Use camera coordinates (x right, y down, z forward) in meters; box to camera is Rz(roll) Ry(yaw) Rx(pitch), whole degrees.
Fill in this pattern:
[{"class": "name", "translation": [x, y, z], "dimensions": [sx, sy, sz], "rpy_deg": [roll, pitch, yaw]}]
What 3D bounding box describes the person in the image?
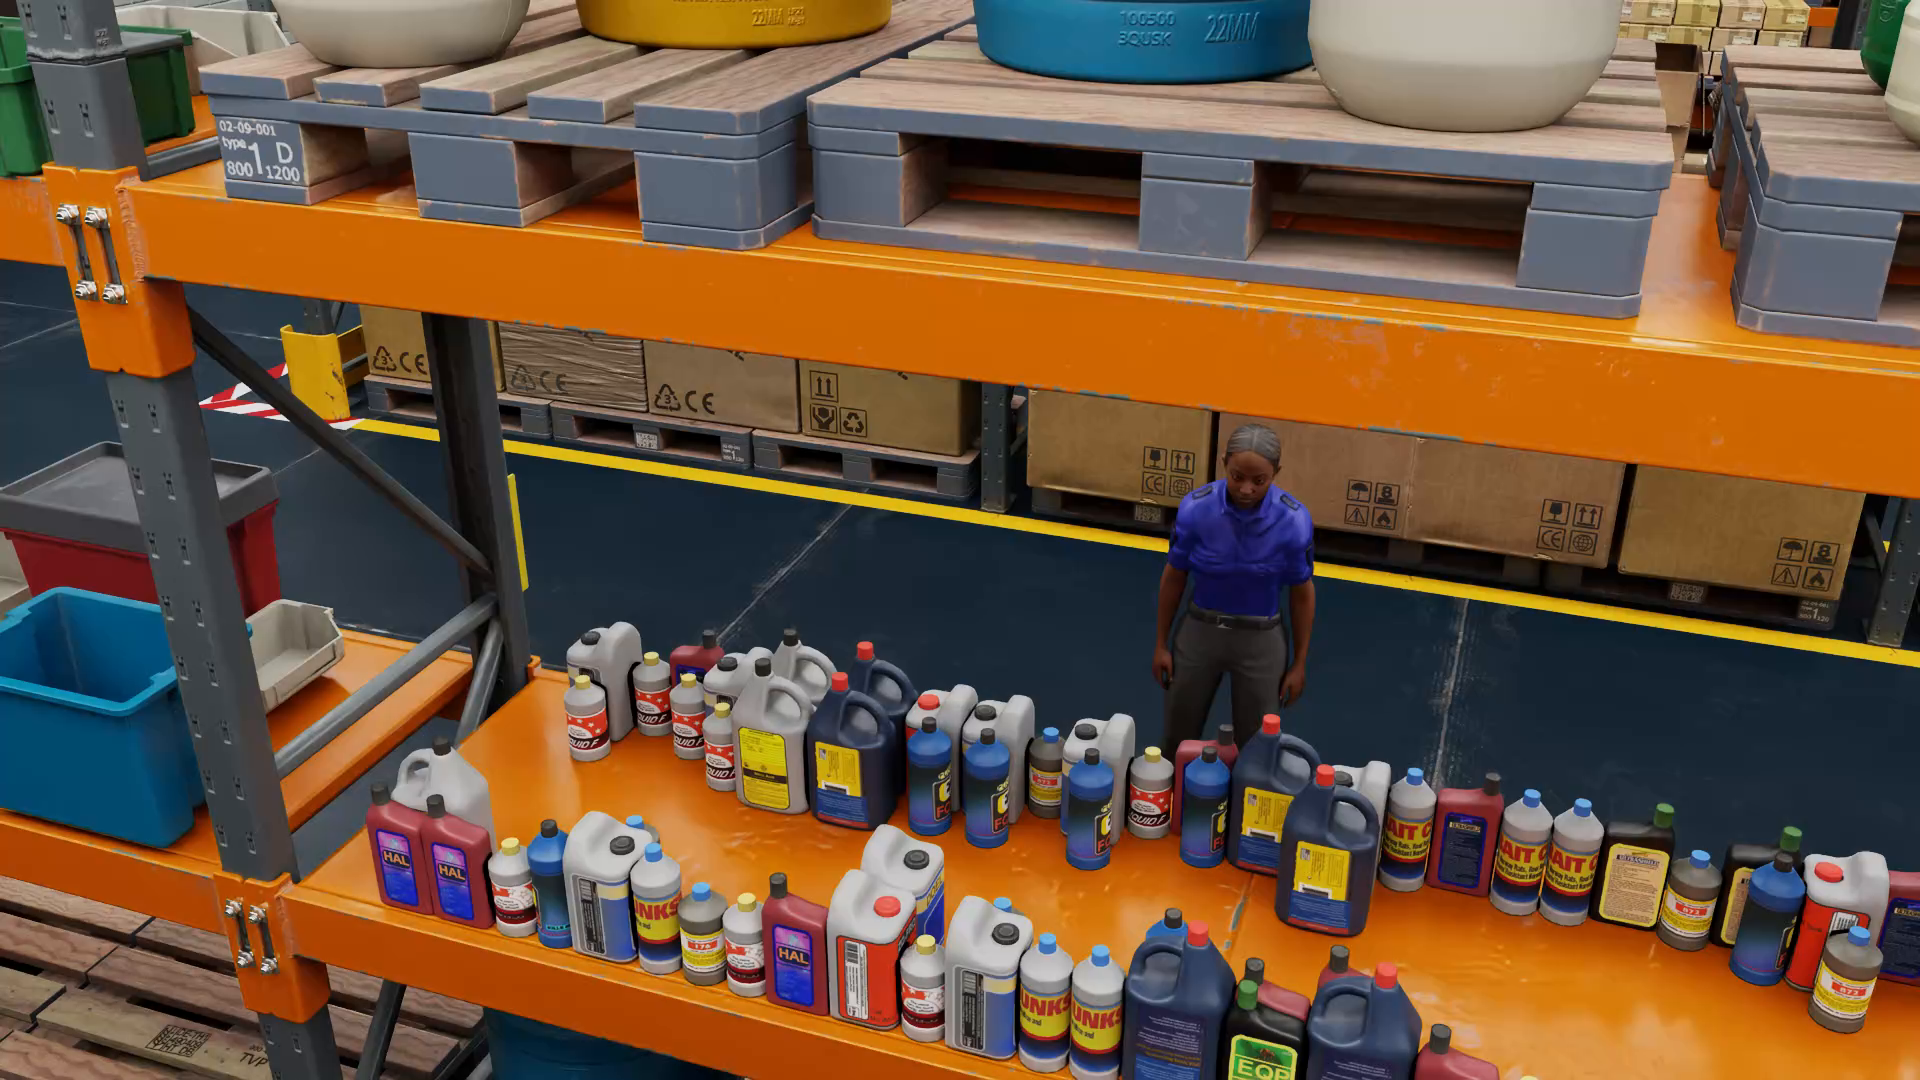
[{"class": "person", "translation": [0.856, 0.369, 5.357], "dimensions": [0.527, 1.653, 0.350], "rpy_deg": [7, 27, 14]}]
